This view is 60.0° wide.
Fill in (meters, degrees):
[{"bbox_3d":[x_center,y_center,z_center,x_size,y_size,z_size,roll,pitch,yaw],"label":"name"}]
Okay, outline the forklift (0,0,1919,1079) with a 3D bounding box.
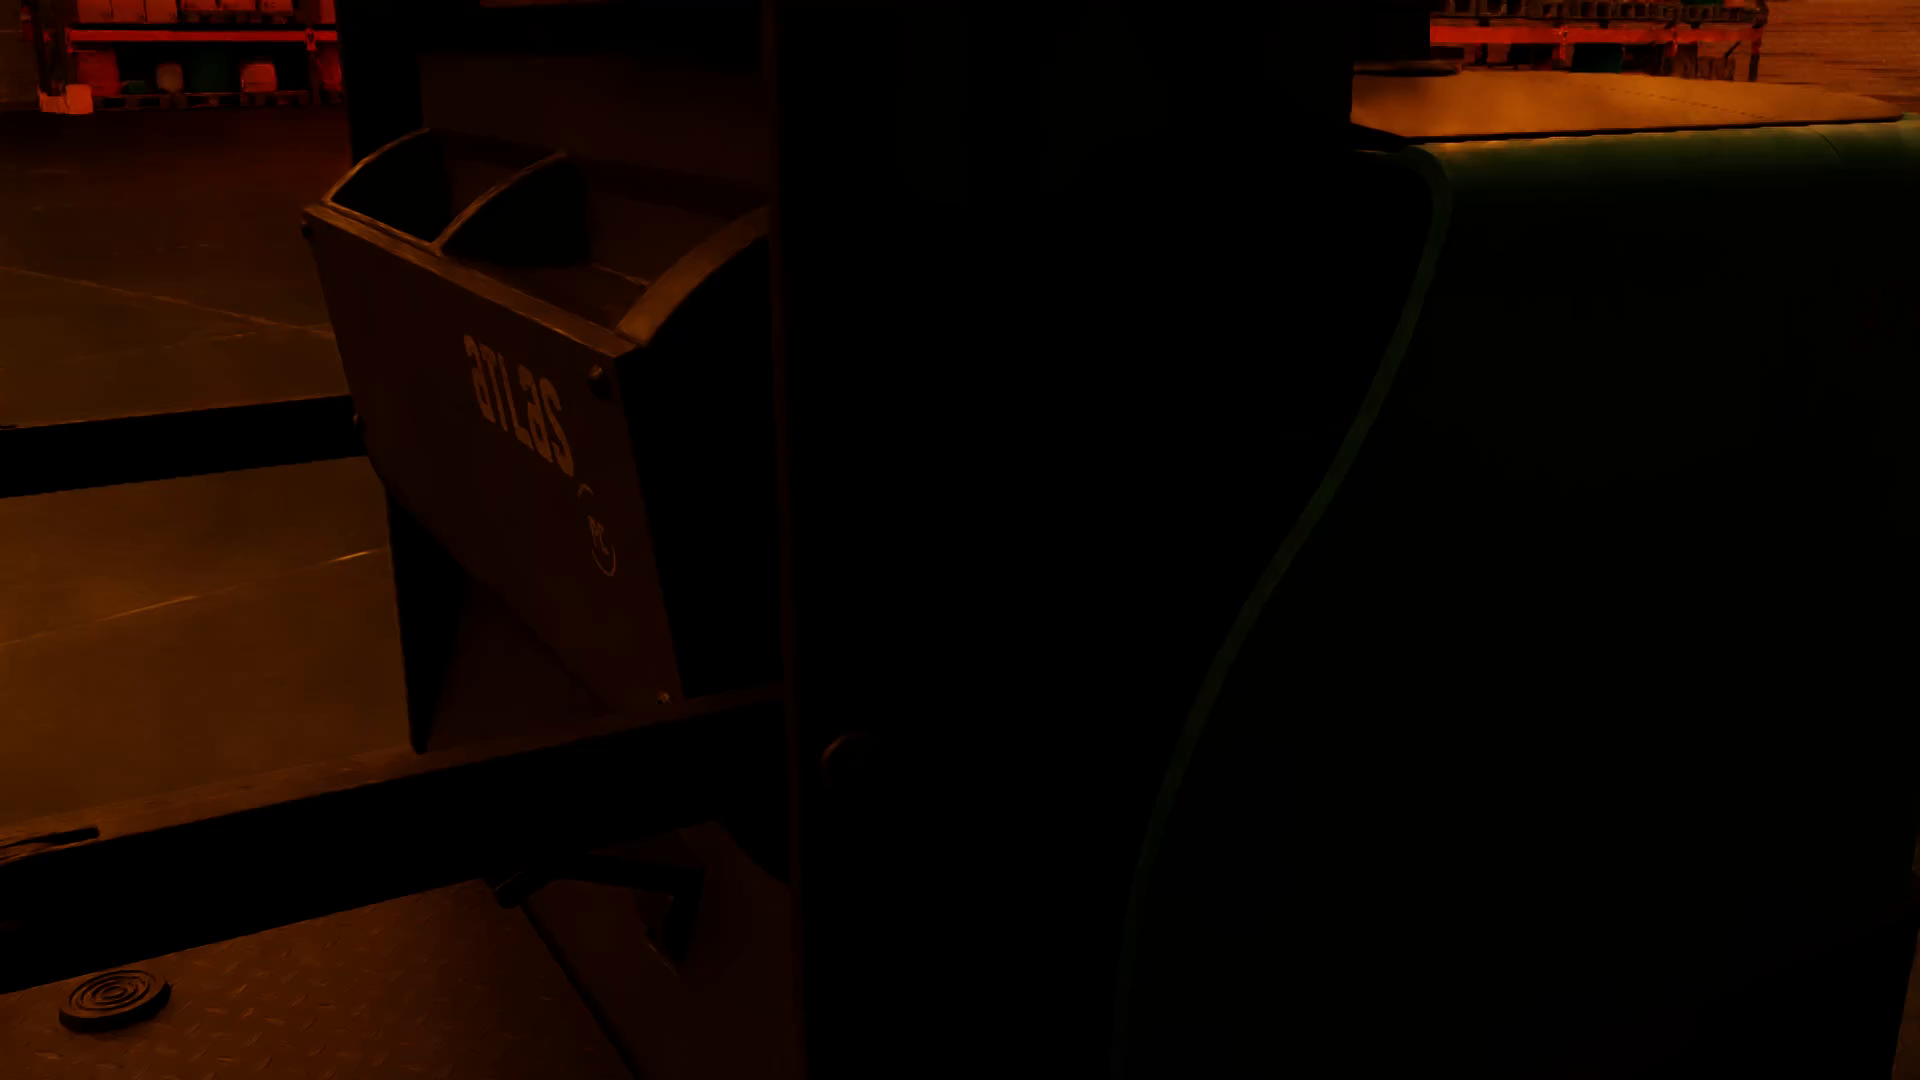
[{"bbox_3d":[-0.537,-0.659,1.067,3.031,2.935,1.130,-10,19,-29],"label":"forklift"}]
